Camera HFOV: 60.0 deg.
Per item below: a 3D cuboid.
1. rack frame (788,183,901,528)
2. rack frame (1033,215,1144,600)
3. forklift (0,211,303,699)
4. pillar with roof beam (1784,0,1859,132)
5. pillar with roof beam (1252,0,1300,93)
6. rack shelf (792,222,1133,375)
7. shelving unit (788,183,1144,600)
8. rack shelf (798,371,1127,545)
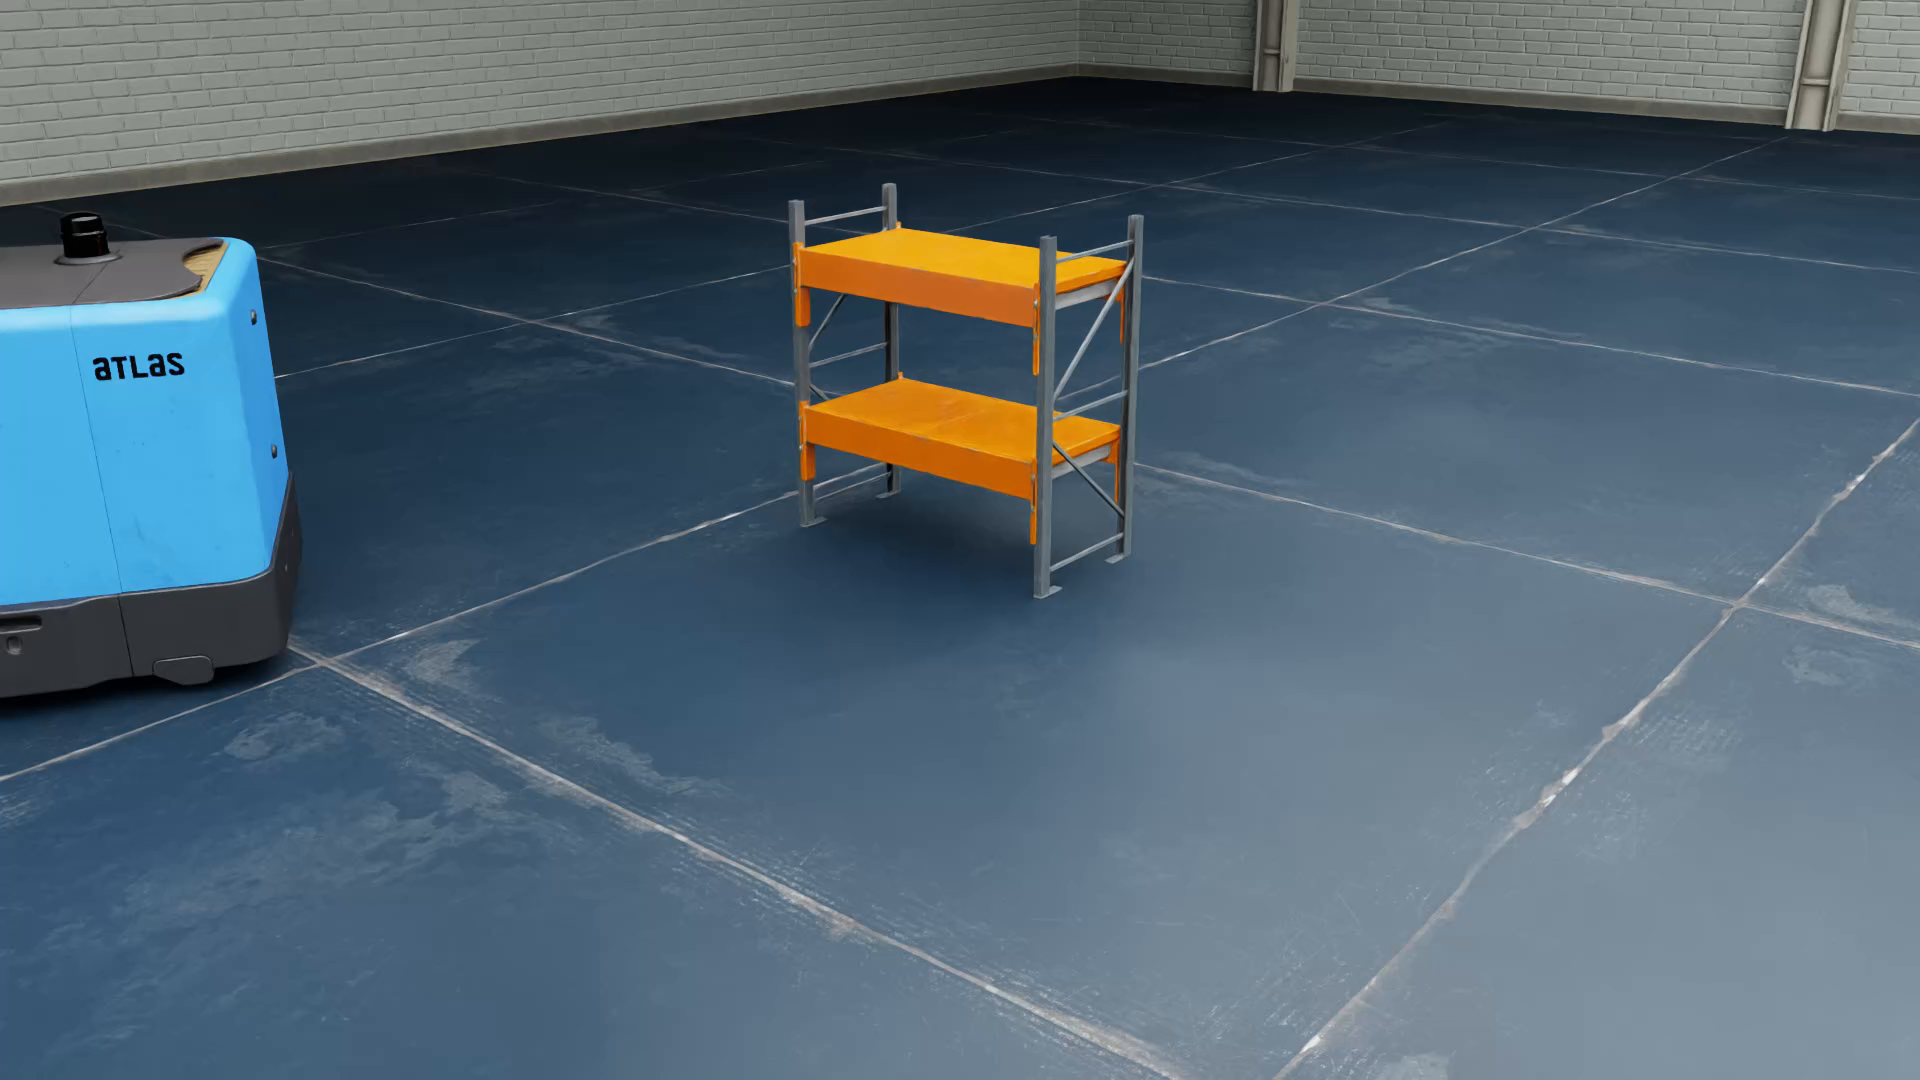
[{"bbox_3d":[-0.389,-0.638,5.766,0.032,1.125,0.500,16,26,36],"label":"rack frame"},{"bbox_3d":[0.399,-0.411,5.165,0.032,1.125,0.500,16,26,36],"label":"rack frame"},{"bbox_3d":[-3.467,-0.991,4.143,3.031,2.935,1.130,-6,22,-16],"label":"forklift"},{"bbox_3d":[5.695,-7.107,11.761,0.400,9.000,9.100,16,26,36],"label":"pillar with roof beam"},{"bbox_3d":[1.047,-8.446,15.311,0.400,9.000,9.100,16,26,36],"label":"pillar with roof beam"},{"bbox_3d":[0.005,-0.799,5.362,1.000,0.278,0.538,16,26,36],"label":"rack shelf"},{"bbox_3d":[0.005,-0.525,5.466,1.048,1.125,0.538,16,26,36],"label":"shelving unit"},{"bbox_3d":[0.005,-0.296,5.552,1.000,0.278,0.538,16,26,36],"label":"rack shelf"}]
